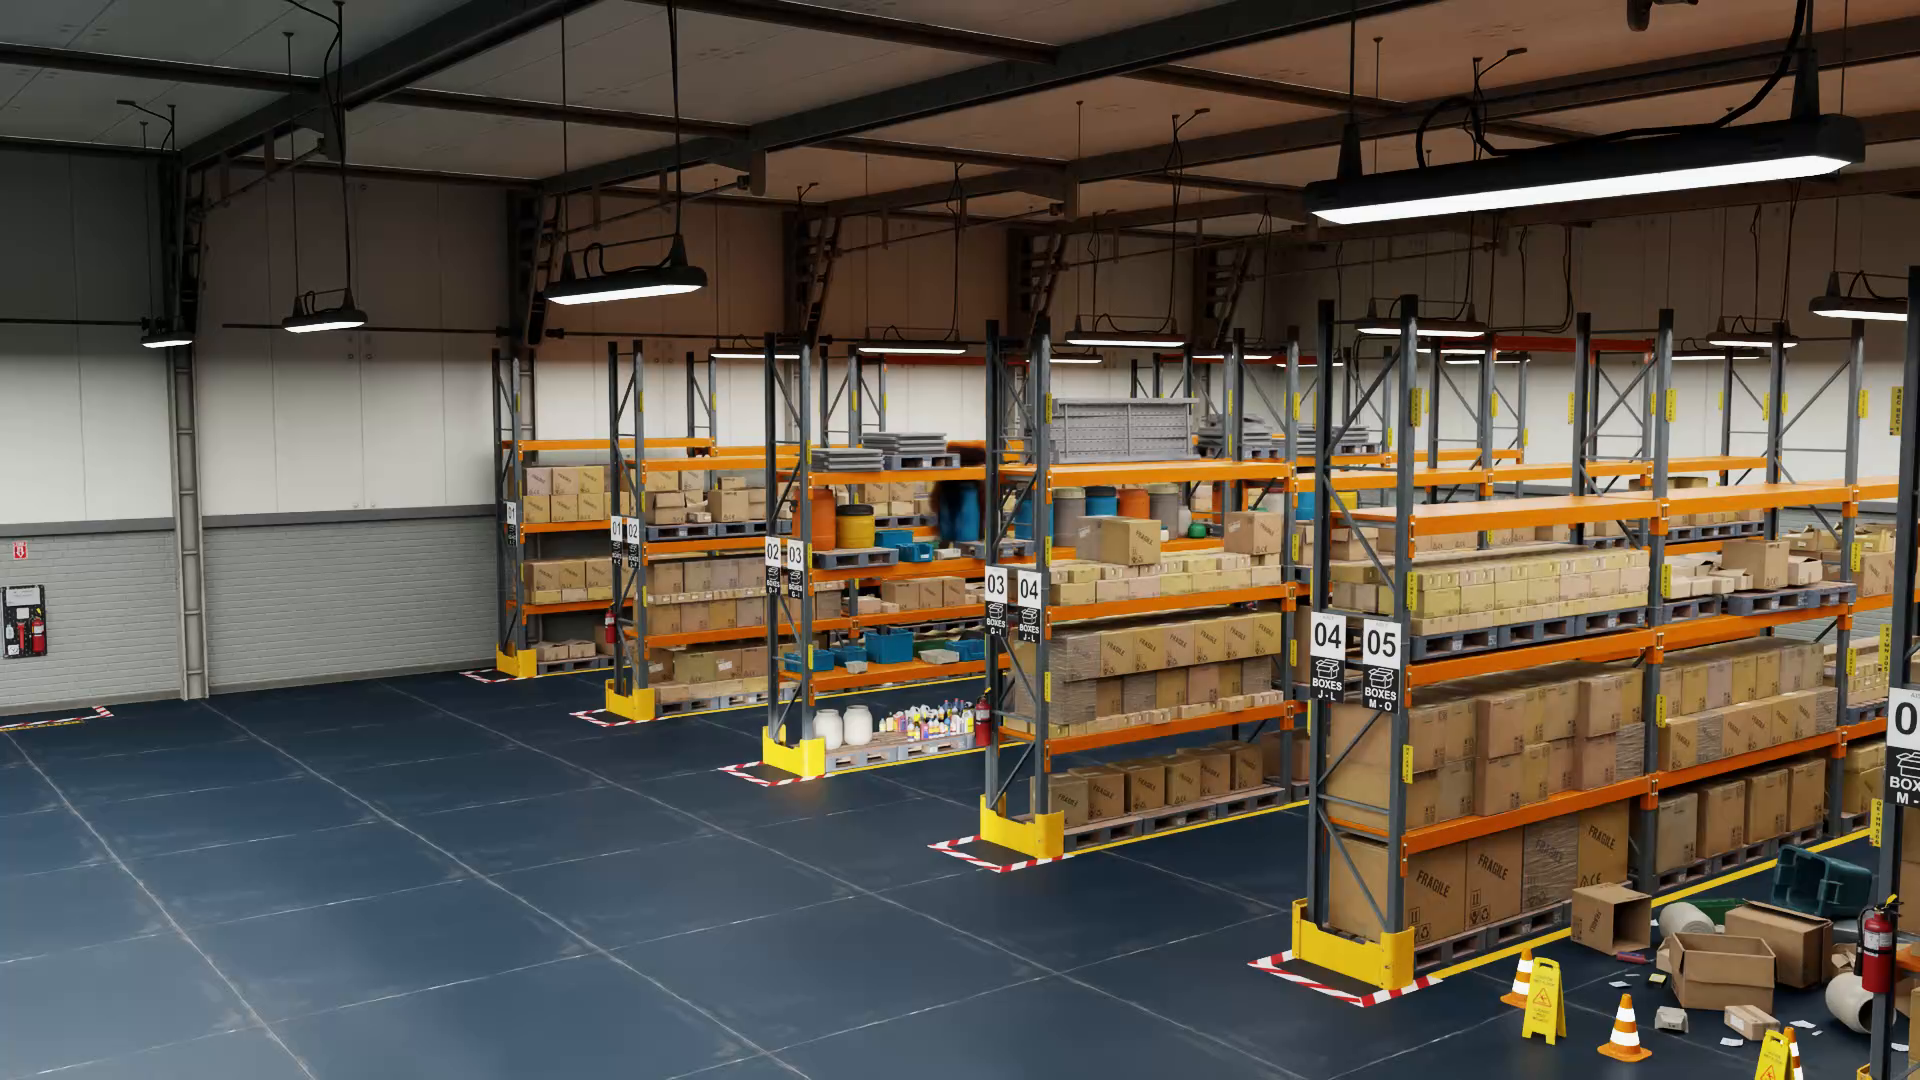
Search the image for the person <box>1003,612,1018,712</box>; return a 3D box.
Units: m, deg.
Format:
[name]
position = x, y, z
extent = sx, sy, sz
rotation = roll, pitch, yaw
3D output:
[person]
position = 0.869, 1.934, 27.075
extent = 0.990, 1.666, 0.532
rotation = -3, 6, -32
